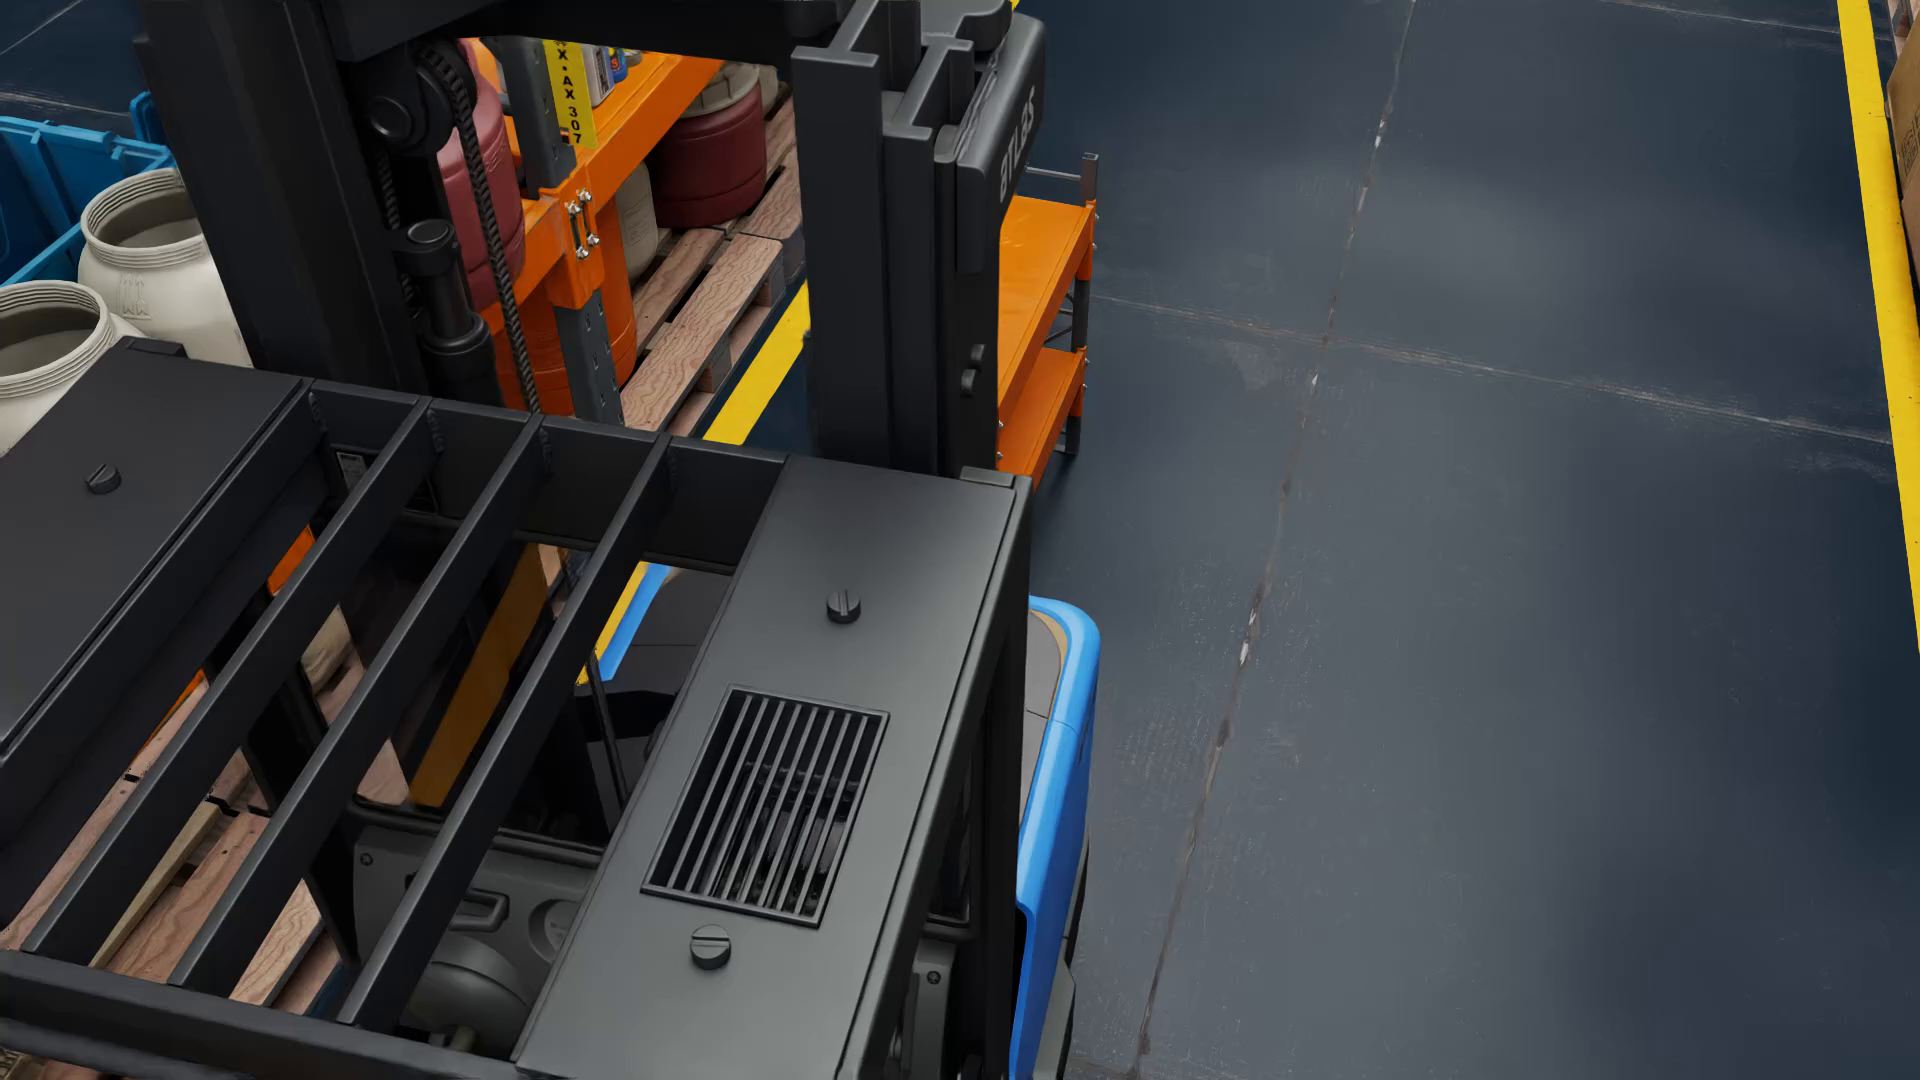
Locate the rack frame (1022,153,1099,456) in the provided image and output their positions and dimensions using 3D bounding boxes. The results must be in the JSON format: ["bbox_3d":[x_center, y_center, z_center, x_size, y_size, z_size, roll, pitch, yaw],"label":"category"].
[{"bbox_3d":[0.156,-0.745,5.207,0.500,1.125,0.032,13,46,13],"label":"rack frame"}]

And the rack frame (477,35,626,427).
[{"bbox_3d":[-1.497,-1.177,4.308,1.000,3.000,0.127,13,46,13],"label":"rack frame"}]

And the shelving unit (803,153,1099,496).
[{"bbox_3d":[0.002,-0.407,4.861,0.538,1.125,1.048,13,46,13],"label":"shelving unit"}]

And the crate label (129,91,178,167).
[{"bbox_3d":[-1.981,-0.916,4.161,0.303,0.233,0.416,13,46,13],"label":"crate label"}]

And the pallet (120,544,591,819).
[{"bbox_3d":[-1.768,0.328,4.764,1.003,0.211,1.213,13,46,13],"label":"pallet"}]

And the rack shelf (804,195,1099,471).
[{"bbox_3d":[0.002,-0.616,4.656,0.538,0.278,1.000,13,46,13],"label":"rack shelf"}]

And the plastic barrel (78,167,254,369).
[{"bbox_3d":[-1.605,-0.486,3.522,0.421,0.512,0.421,0,44,0],"label":"plastic barrel"}]

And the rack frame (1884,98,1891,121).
[{"bbox_3d":[4.435,-2.794,5.961,1.000,3.000,0.127,13,46,13],"label":"rack frame"}]

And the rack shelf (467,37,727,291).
[{"bbox_3d":[-0.891,-2.253,5.922,1.077,0.370,4.000,13,46,13],"label":"rack shelf"}]

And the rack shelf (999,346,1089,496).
[{"bbox_3d":[0.002,-0.232,5.032,0.538,0.278,1.000,13,46,13],"label":"rack shelf"}]

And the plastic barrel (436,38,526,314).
[{"bbox_3d":[-1.348,-0.852,3.879,0.600,0.536,0.708,13,46,13],"label":"plastic barrel"}]

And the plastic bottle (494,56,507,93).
[{"bbox_3d":[-1.203,-1.385,4.609,0.152,0.276,0.135,13,46,13],"label":"plastic bottle"}]

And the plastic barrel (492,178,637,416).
[{"bbox_3d":[-1.365,-0.881,5.257,0.600,0.830,0.708,13,46,13],"label":"plastic barrel"}]

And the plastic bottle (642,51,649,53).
[{"bbox_3d":[-0.915,-1.565,4.788,0.061,0.283,0.133,13,46,13],"label":"plastic bottle"}]

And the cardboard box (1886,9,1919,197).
[{"bbox_3d":[4.260,-1.754,6.117,1.225,0.875,0.875,13,46,13],"label":"cardboard box"}]

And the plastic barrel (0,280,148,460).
[{"bbox_3d":[-1.732,-0.205,3.235,0.421,0.512,0.421,0,44,0],"label":"plastic barrel"}]

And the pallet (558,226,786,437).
[{"bbox_3d":[-1.298,-0.715,5.829,1.003,0.211,1.213,13,46,13],"label":"pallet"}]

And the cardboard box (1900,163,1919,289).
[{"bbox_3d":[3.991,-1.158,5.508,1.225,0.875,0.875,11,45,11],"label":"cardboard box"}]

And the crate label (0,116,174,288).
[{"bbox_3d":[-2.055,-0.585,3.677,0.502,0.435,0.616,13,46,13],"label":"crate label"}]

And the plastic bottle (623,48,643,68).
[{"bbox_3d":[-0.967,-1.462,4.742,0.097,0.201,0.097,0,44,0],"label":"plastic bottle"}]

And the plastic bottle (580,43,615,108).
[{"bbox_3d":[-1.058,-1.352,4.576,0.152,0.276,0.135,13,46,13],"label":"plastic bottle"}]

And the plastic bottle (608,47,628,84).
[{"bbox_3d":[-0.996,-1.422,4.651,0.097,0.271,0.097,0,44,0],"label":"plastic bottle"}]

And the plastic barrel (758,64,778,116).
[{"bbox_3d":[-0.937,-1.916,6.541,0.421,0.512,0.421,0,44,0],"label":"plastic barrel"}]

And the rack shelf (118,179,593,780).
[{"bbox_3d":[-2.102,0.413,3.197,1.077,0.370,4.000,13,46,13],"label":"rack shelf"}]

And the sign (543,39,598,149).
[{"bbox_3d":[-0.970,-1.123,4.137,0.100,0.325,0.005,13,46,13],"label":"sign"}]

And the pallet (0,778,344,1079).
[{"bbox_3d":[-2.140,1.138,3.936,1.003,0.211,1.213,13,46,13],"label":"pallet"}]

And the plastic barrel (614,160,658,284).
[{"bbox_3d":[-1.279,-1.163,5.772,0.421,0.512,0.421,0,44,0],"label":"plastic barrel"}]

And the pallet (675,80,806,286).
[{"bbox_3d":[-0.926,-1.525,6.658,1.003,0.211,1.213,13,46,13],"label":"pallet"}]

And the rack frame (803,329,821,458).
[{"bbox_3d":[-0.152,-0.068,4.515,0.500,1.125,0.032,13,46,13],"label":"rack frame"}]

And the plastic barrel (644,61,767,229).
[{"bbox_3d":[-1.023,-1.548,6.111,0.600,0.588,0.708,13,46,13],"label":"plastic barrel"}]

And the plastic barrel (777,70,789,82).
[{"bbox_3d":[-0.681,-2.412,6.770,0.600,0.901,0.708,13,46,13],"label":"plastic barrel"}]

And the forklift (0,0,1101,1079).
[{"bbox_3d":[-0.518,0.789,2.348,1.130,2.935,3.031,9,45,9],"label":"forklift"}]

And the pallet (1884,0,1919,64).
[{"bbox_3d":[4.740,-2.288,7.437,1.003,0.211,1.213,13,46,13],"label":"pallet"}]
